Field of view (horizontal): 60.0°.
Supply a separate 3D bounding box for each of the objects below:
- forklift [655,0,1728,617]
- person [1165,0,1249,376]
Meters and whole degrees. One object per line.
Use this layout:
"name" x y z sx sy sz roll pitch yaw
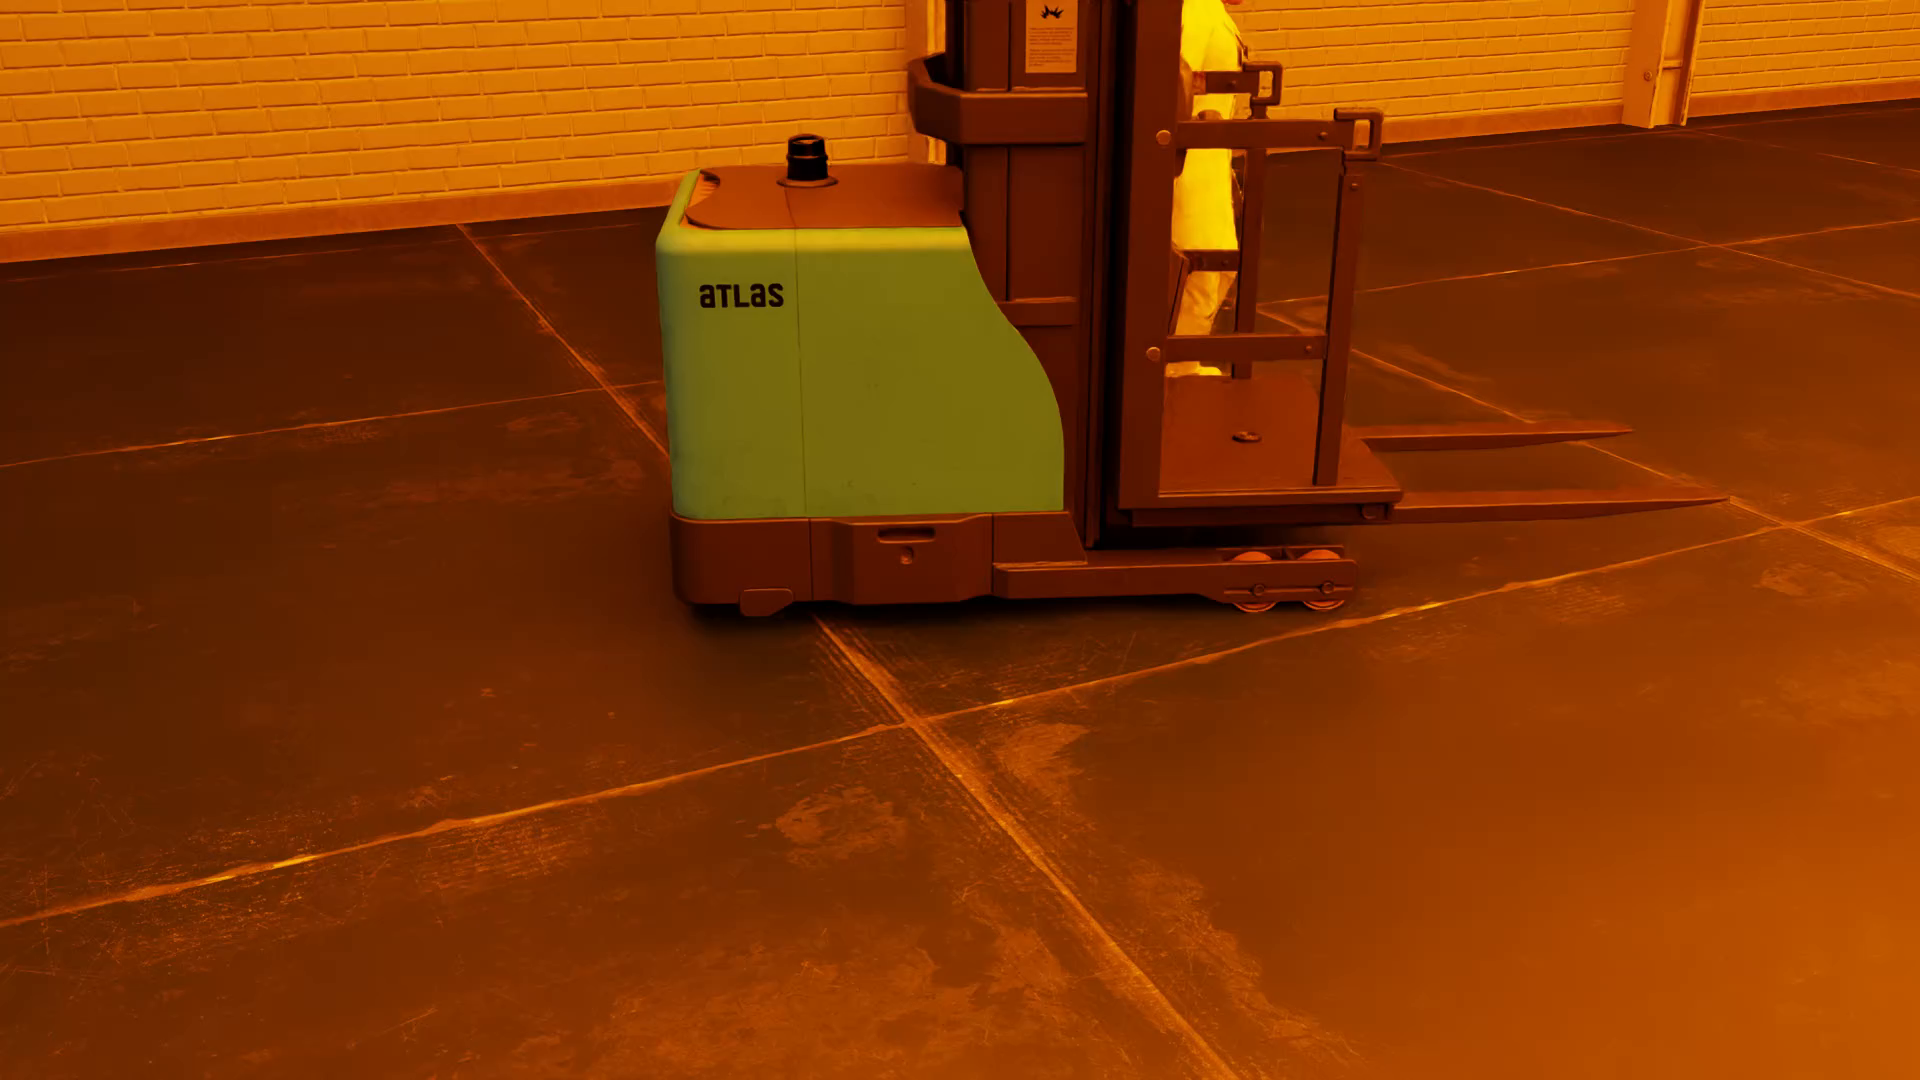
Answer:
"forklift" 0.693 -1.353 4.543 3.031 2.935 1.130 -2 23 -4
"person" 0.780 -1.254 5.913 0.509 1.742 0.912 5 23 12
